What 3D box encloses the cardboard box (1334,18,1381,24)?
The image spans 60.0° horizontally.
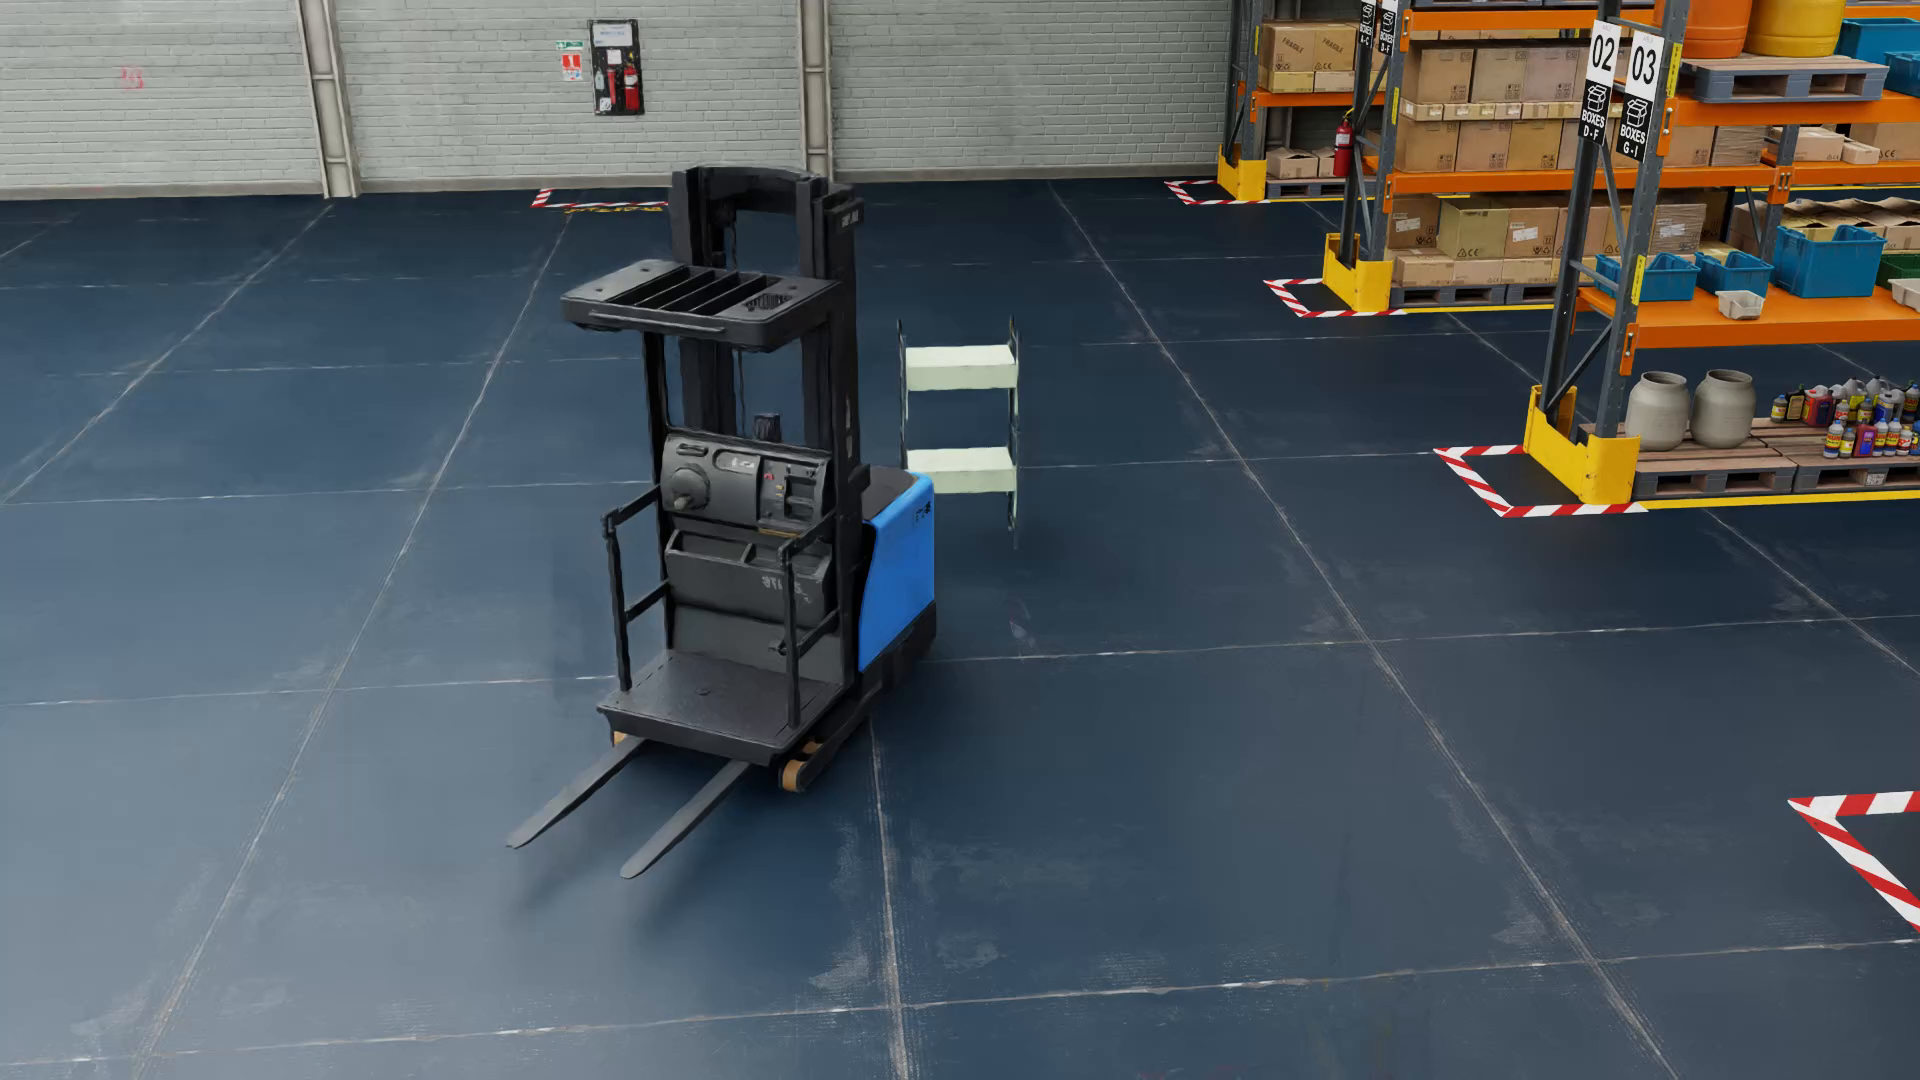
[{"bbox_3d":[4.980,-6.267,20.893,0.500,0.500,0.500,-3,24,-7],"label":"cardboard box"}]

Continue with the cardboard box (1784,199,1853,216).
[{"bbox_3d":[8.879,-3.345,17.260,0.500,0.311,0.500,-2,24,-4],"label":"cardboard box"}]

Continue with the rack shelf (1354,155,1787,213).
[{"bbox_3d":[5.997,-3.589,16.518,4.000,0.370,1.077,-2,24,-5],"label":"rack shelf"}]

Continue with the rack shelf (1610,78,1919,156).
[{"bbox_3d":[6.480,-2.958,11.404,4.000,0.370,1.077,-2,24,-5],"label":"rack shelf"}]

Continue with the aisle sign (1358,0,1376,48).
[{"bbox_3d":[3.912,-5.142,15.925,0.004,0.787,0.394,-2,24,-5],"label":"aisle sign"}]

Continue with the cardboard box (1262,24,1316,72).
[{"bbox_3d":[4.020,-6.021,20.340,0.500,0.500,0.500,-2,24,-5],"label":"cardboard box"}]

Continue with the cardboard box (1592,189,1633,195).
[{"bbox_3d":[6.500,-3.344,17.025,0.500,0.500,0.500,-2,24,-5],"label":"cardboard box"}]

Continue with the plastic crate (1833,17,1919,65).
[{"bbox_3d":[6.358,-3.397,11.526,0.575,0.384,0.392,-2,24,-5],"label":"plastic crate"}]

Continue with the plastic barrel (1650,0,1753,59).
[{"bbox_3d":[4.961,-3.665,11.065,0.708,0.830,0.600,-2,24,-5],"label":"plastic barrel"}]

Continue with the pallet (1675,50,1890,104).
[{"bbox_3d":[5.322,-3.114,11.102,1.213,0.211,1.003,-2,24,-5],"label":"pallet"}]

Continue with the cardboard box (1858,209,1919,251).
[{"bbox_3d":[9.436,-3.144,16.809,0.500,0.311,0.500,-3,24,-7],"label":"cardboard box"}]

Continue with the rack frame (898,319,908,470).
[{"bbox_3d":[-0.371,-0.670,10.912,0.023,1.500,0.400,-2,24,-5],"label":"rack frame"}]

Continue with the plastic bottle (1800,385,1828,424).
[{"bbox_3d":[6.528,-1.042,12.712,0.135,0.276,0.152,-2,24,-5],"label":"plastic bottle"}]

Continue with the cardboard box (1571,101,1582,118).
[{"bbox_3d":[5.948,-4.170,16.017,0.250,0.149,0.380,-2,24,-5],"label":"cardboard box"}]

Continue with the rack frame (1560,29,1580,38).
[{"bbox_3d":[7.496,-6.000,21.056,0.127,3.000,1.000,-2,24,-5],"label":"rack frame"}]

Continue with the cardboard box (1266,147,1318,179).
[{"bbox_3d":[4.213,-4.804,21.133,0.500,0.311,0.500,-5,24,-11],"label":"cardboard box"}]

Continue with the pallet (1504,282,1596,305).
[{"bbox_3d":[5.975,-2.659,16.972,1.213,0.211,1.003,-2,24,-5],"label":"pallet"}]

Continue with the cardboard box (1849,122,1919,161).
[{"bbox_3d":[9.277,-4.089,16.632,0.500,0.500,0.500,-1,24,-1],"label":"cardboard box"}]

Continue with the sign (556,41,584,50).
[{"bbox_3d":[-4.862,-6.170,20.741,0.331,0.109,0.001,-2,24,-5],"label":"sign"}]

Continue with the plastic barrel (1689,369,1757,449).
[{"bbox_3d":[5.636,-0.968,12.281,0.421,0.512,0.421,0,24,0],"label":"plastic barrel"}]

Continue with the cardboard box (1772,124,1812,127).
[{"bbox_3d":[10.766,-5.169,21.721,0.500,0.500,0.700,-2,24,-4],"label":"cardboard box"}]

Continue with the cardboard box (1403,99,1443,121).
[{"bbox_3d":[4.418,-4.109,15.879,0.250,0.149,0.380,-2,24,-6],"label":"cardboard box"}]

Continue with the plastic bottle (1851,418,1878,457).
[{"bbox_3d":[6.552,-0.744,12.033,0.133,0.283,0.061,-2,24,-4],"label":"plastic bottle"}]

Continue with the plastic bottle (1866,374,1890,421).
[{"bbox_3d":[7.015,-1.097,12.745,0.185,0.351,0.144,-2,24,-6],"label":"plastic bottle"}]

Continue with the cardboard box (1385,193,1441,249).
[{"bbox_3d":[4.511,-3.258,16.832,0.500,0.500,0.500,-2,24,-5],"label":"cardboard box"}]

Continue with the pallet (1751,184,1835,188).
[{"bbox_3d":[10.699,-4.855,21.912,1.213,0.211,1.003,-2,24,-5],"label":"pallet"}]

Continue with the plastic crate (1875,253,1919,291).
[{"bbox_3d":[7.092,-1.959,12.224,0.662,0.188,0.450,-2,24,-5],"label":"plastic crate"}]

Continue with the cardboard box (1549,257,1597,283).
[{"bbox_3d":[6.055,-2.764,16.644,0.500,0.250,0.500,-2,24,-5],"label":"cardboard box"}]

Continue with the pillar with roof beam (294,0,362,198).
[{"bbox_3d":[-7.391,-6.740,15.335,0.400,9.000,9.100,-2,24,-5],"label":"pillar with roof beam"}]

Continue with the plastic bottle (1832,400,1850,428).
[{"bbox_3d":[6.697,-0.964,12.628,0.097,0.201,0.097,0,24,0],"label":"plastic bottle"}]

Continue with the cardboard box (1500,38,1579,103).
[{"bbox_3d":[5.549,-4.536,16.041,0.500,0.500,0.700,-2,24,-5],"label":"cardboard box"}]

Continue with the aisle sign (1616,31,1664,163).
[{"bbox_3d":[4.447,-2.902,10.886,0.004,0.787,0.394,-2,24,-5],"label":"aisle sign"}]

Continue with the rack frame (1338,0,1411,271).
[{"bbox_3d":[4.006,-3.838,16.192,0.127,3.000,1.000,-2,24,-5],"label":"rack frame"}]

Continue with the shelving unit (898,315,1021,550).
[{"bbox_3d":[-0.007,-0.685,10.945,0.755,1.500,0.431,-2,24,-5],"label":"shelving unit"}]

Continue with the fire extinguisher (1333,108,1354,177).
[{"bbox_3d":[3.843,-3.986,16.620,0.183,0.674,0.296,-2,24,-5],"label":"fire extinguisher"}]

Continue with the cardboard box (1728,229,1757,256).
[{"bbox_3d":[8.371,-3.067,17.325,0.500,0.250,0.500,-3,24,-6],"label":"cardboard box"}]

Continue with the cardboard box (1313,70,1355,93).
[{"bbox_3d":[4.548,-5.698,20.538,0.500,0.250,0.500,-3,24,-7],"label":"cardboard box"}]

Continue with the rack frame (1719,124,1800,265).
[{"bbox_3d":[7.987,-3.998,16.551,0.127,3.000,1.000,-2,24,-5],"label":"rack frame"}]

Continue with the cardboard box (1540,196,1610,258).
[{"bbox_3d":[6.055,-3.106,16.491,0.500,0.500,0.500,-2,24,-5],"label":"cardboard box"}]

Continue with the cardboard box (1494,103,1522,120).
[{"bbox_3d":[5.180,-4.139,15.947,0.250,0.149,0.380,-3,24,-6],"label":"cardboard box"}]

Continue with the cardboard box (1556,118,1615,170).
[{"bbox_3d":[6.013,-3.960,16.344,0.500,0.500,0.700,-2,24,-4],"label":"cardboard box"}]

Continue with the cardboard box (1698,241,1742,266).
[{"bbox_3d":[7.547,-2.826,16.784,0.500,0.250,0.500,-2,24,-5],"label":"cardboard box"}]

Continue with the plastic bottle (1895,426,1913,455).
[{"bbox_3d":[6.864,-0.726,12.094,0.097,0.201,0.097,0,24,0],"label":"plastic bottle"}]

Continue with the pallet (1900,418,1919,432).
[{"bbox_3d":[7.798,-0.711,12.590,1.213,0.211,1.003,-2,24,-5],"label":"pallet"}]

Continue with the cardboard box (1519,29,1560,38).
[{"bbox_3d":[7.056,-6.139,20.606,0.500,0.500,0.500,-2,24,-5],"label":"cardboard box"}]

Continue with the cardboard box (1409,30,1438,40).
[{"bbox_3d":[5.541,-6.080,20.473,0.500,0.500,0.500,-2,24,-3],"label":"cardboard box"}]

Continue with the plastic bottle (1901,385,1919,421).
[{"bbox_3d":[7.296,-1.057,12.752,0.097,0.271,0.097,0,24,0],"label":"plastic bottle"}]

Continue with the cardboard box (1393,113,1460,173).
[{"bbox_3d":[4.472,-3.897,16.202,0.500,0.500,0.700,-2,24,-5],"label":"cardboard box"}]

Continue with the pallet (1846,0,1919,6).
[{"bbox_3d":[8.864,-5.322,16.072,1.217,0.209,0.805,-3,24,-7],"label":"pallet"}]

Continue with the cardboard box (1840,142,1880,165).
[{"bbox_3d":[8.889,-3.836,16.496,0.250,0.149,0.380,-2,24,-5],"label":"cardboard box"}]

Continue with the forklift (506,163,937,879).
[{"bbox_3d":[-1.175,-0.260,8.226,1.130,2.935,3.031,10,26,21],"label":"forklift"}]

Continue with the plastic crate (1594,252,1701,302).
[{"bbox_3d":[4.958,-1.909,12.034,0.616,0.251,0.499,-2,24,-5],"label":"plastic crate"}]

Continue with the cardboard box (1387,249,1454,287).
[{"bbox_3d":[4.562,-2.705,16.511,0.500,0.250,0.500,-2,24,-5],"label":"cardboard box"}]

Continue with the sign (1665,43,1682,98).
[{"bbox_3d":[4.539,-2.988,10.575,0.005,0.325,0.100,-2,24,-5],"label":"sign"}]

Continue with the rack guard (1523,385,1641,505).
[{"bbox_3d":[4.561,-0.716,12.245,0.348,0.500,1.175,-2,24,-5],"label":"rack guard"}]

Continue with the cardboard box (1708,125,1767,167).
[{"bbox_3d":[7.546,-4.023,16.485,0.500,0.500,0.700,-3,24,-7],"label":"cardboard box"}]

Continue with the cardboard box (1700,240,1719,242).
[{"bbox_3d":[7.496,-3.037,17.258,0.500,0.250,0.500,-2,24,-5],"label":"cardboard box"}]
